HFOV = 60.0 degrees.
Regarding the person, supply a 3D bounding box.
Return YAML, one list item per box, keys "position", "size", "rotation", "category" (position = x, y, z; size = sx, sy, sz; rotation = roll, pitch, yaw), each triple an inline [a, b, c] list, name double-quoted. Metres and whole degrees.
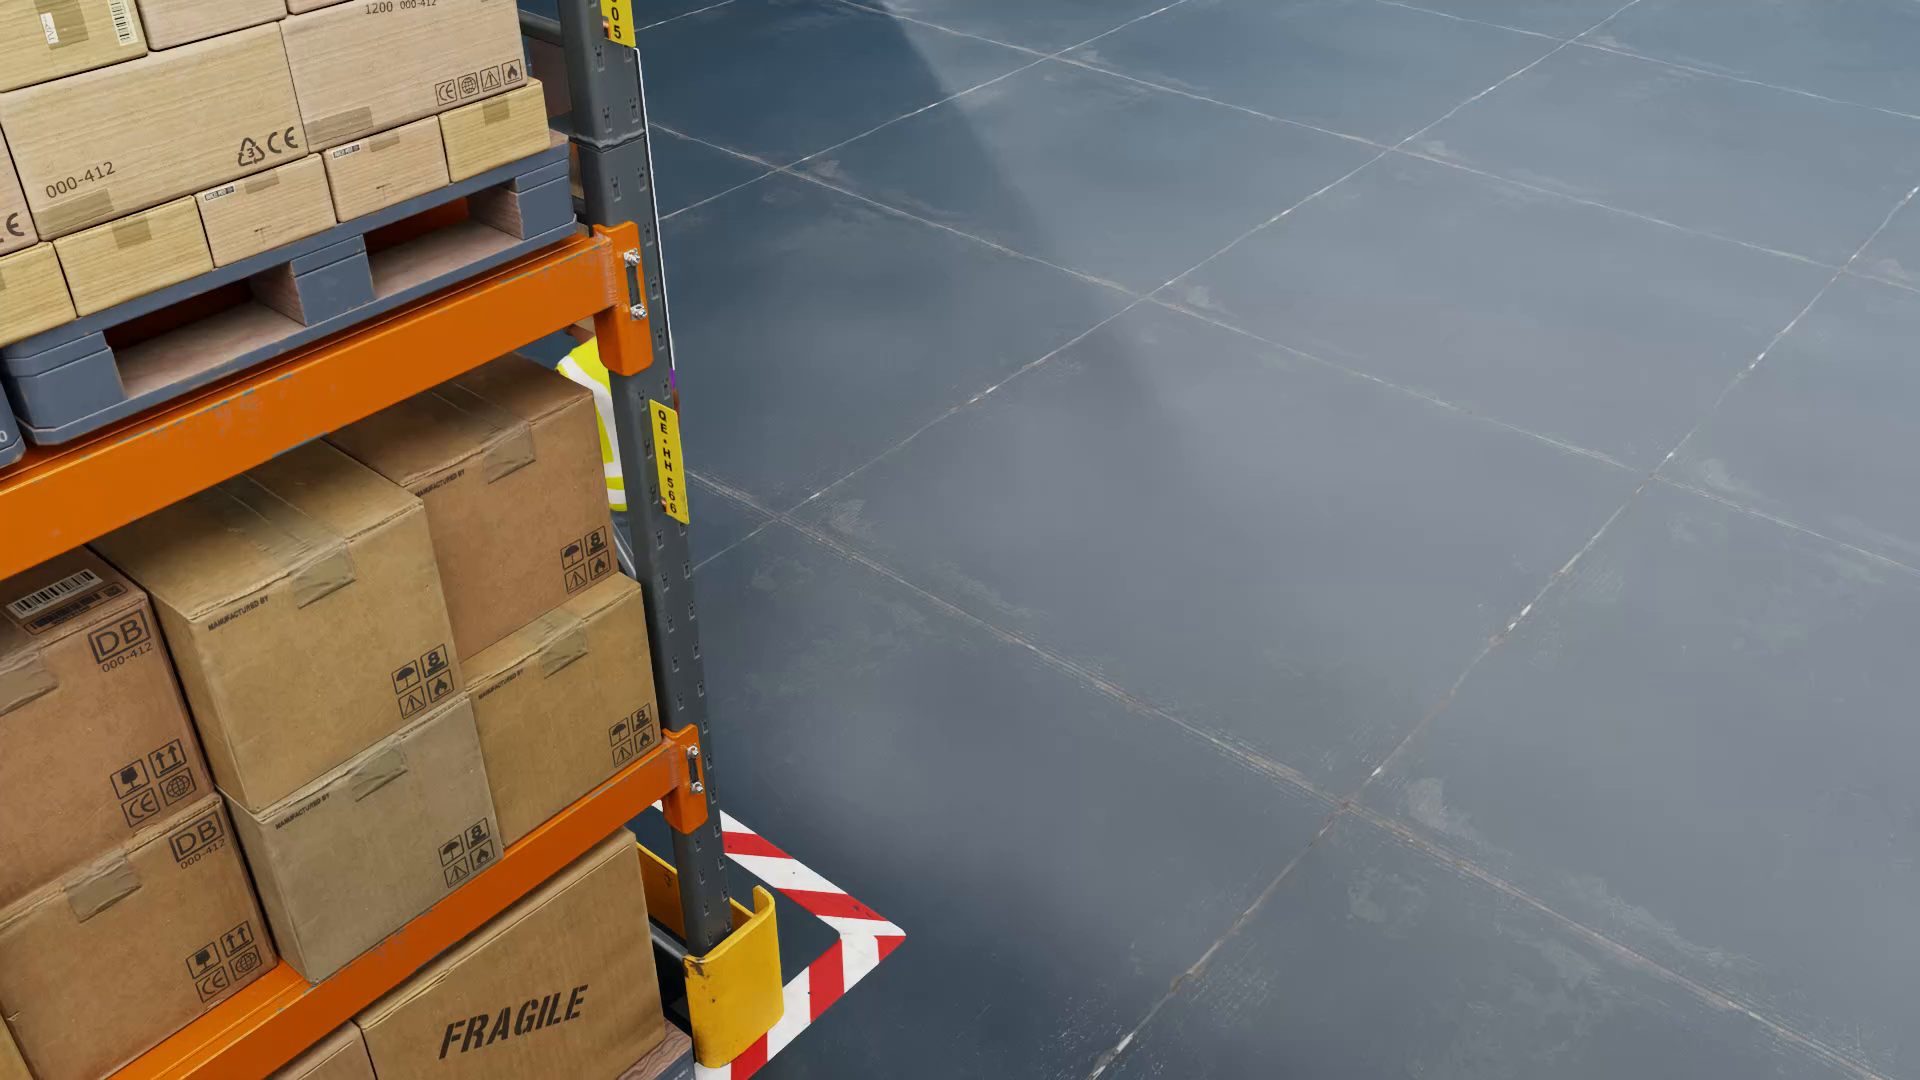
- position: [-1.338, -0.259, 6.502]
  size: [0.461, 1.759, 0.631]
  rotation: [23, 41, 29]
  category: "person"
